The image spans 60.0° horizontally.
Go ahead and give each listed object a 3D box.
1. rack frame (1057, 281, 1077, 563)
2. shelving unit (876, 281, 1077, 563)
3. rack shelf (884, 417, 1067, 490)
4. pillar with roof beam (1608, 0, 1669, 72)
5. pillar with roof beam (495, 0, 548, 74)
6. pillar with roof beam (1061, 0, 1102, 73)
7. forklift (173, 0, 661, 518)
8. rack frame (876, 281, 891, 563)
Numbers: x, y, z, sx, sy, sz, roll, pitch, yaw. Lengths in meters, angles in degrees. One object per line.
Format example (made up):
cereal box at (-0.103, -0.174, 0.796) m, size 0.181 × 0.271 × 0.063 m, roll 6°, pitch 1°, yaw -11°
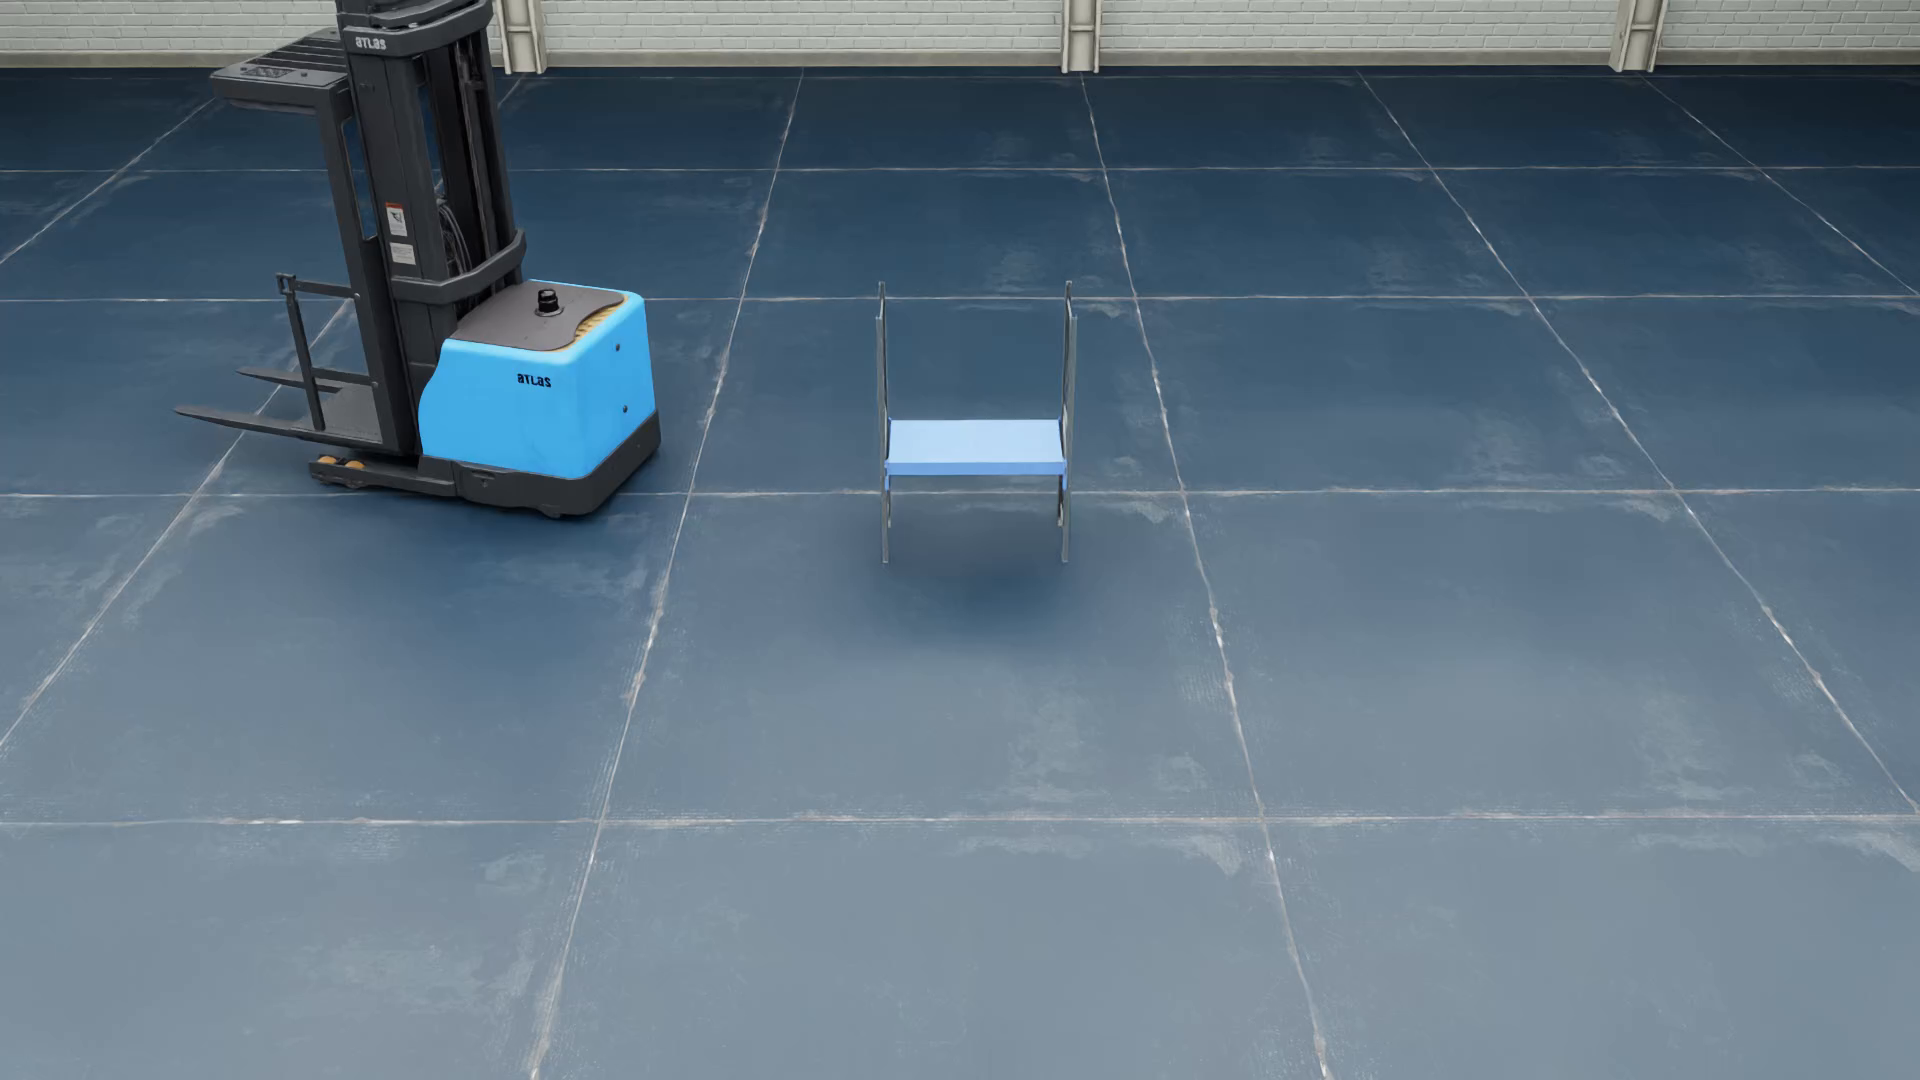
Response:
rack frame at (0.594, -0.643, 9.253) m, size 0.032 × 1.500 × 0.500 m, roll 0°, pitch 31°, yaw 0°
shelving unit at (0.085, -0.641, 9.251) m, size 1.048 × 1.500 × 0.538 m, roll 0°, pitch 31°, yaw 0°
rack shelf at (0.085, -0.488, 9.344) m, size 1.000 × 0.185 × 0.538 m, roll 0°, pitch 31°, yaw 0°
pillar with roof beam at (7.326, -6.756, 12.099) m, size 0.400 × 9.000 × 9.100 m, roll 0°, pitch 31°, yaw 0°
pillar with roof beam at (-4.674, -6.719, 12.038) m, size 0.400 × 9.000 × 9.100 m, roll 0°, pitch 31°, yaw 0°
pillar with roof beam at (1.326, -6.737, 12.069) m, size 0.400 × 9.000 × 9.100 m, roll 0°, pitch 31°, yaw 0°
forklift at (-3.463, -1.818, 9.810) m, size 3.031 × 2.935 × 1.130 m, roll 9°, pitch 32°, yaw 15°
rack frame at (-0.423, -0.640, 9.248) m, size 0.032 × 1.500 × 0.500 m, roll 0°, pitch 31°, yaw 0°
